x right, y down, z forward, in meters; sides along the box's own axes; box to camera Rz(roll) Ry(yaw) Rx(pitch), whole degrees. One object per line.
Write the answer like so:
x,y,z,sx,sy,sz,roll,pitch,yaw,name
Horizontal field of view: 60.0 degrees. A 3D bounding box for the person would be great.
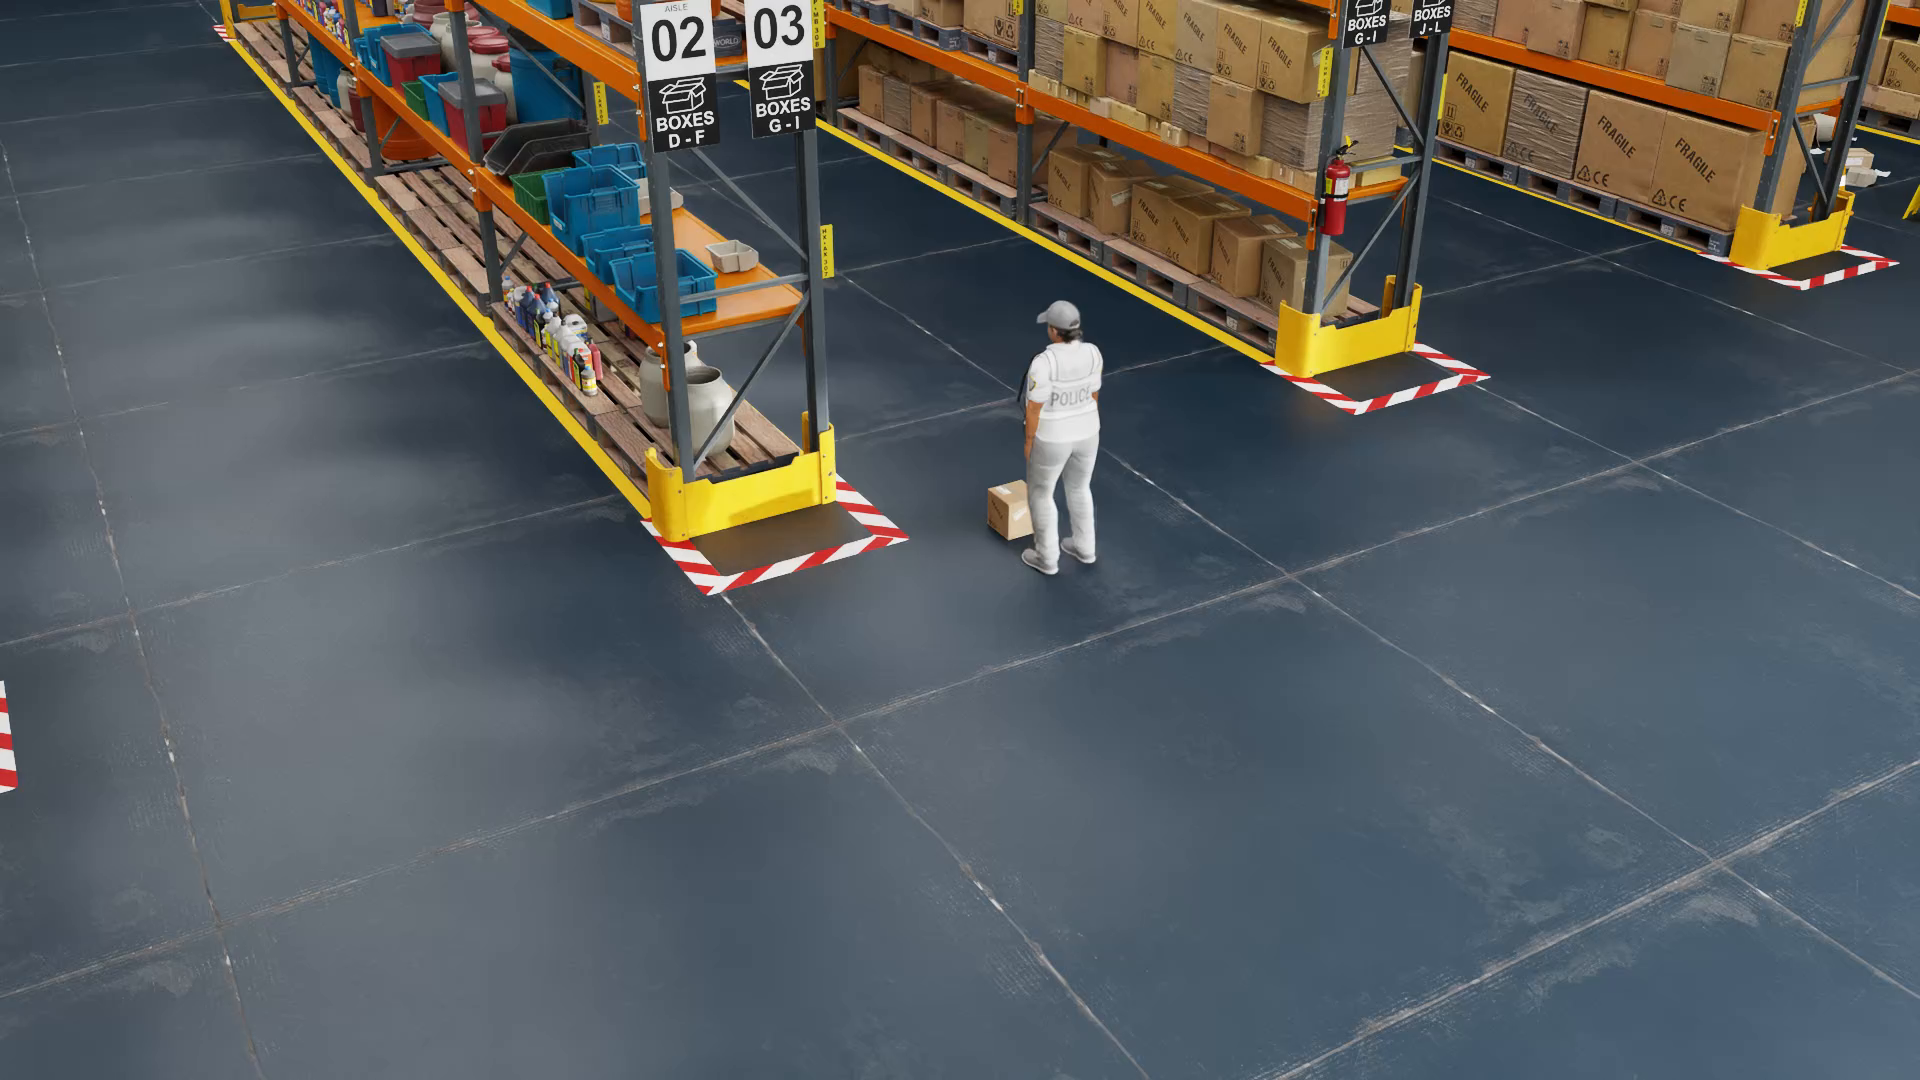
0.570,-0.596,9.630,0.468,1.659,0.391,-15,33,-25,person
